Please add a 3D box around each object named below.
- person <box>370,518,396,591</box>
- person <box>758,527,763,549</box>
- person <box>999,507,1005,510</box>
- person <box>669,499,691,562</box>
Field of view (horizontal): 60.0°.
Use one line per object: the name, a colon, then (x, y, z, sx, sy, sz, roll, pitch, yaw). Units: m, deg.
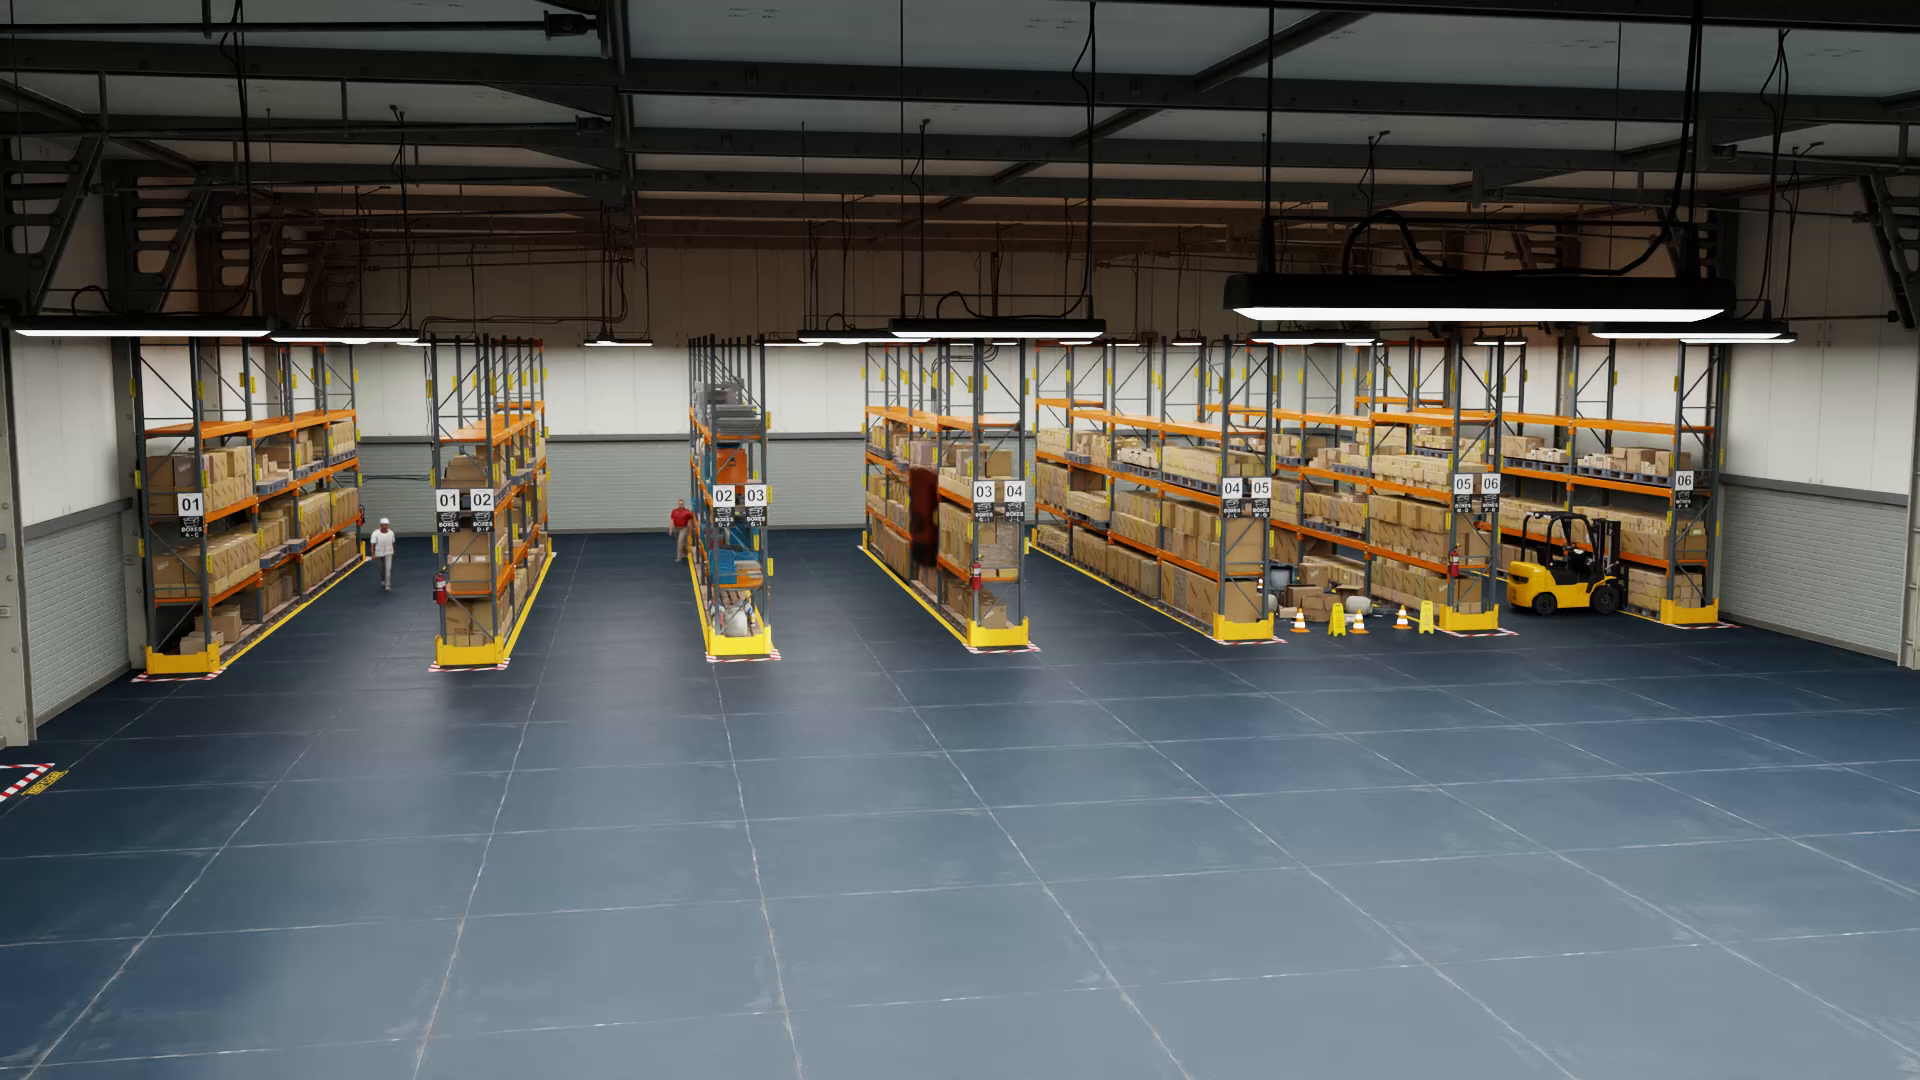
person: (-13.728, 0.339, 39.563, 0.543, 1.711, 1.093, -2, 7, -14)
person: (-5.740, -0.556, 47.739, 0.470, 1.611, 1.082, -2, 7, -14)
person: (1.209, -0.543, 47.489, 0.511, 1.683, 0.485, -1, 7, -7)
person: (-7.534, -0.268, 44.907, 0.518, 1.670, 1.091, 2, 7, 19)
